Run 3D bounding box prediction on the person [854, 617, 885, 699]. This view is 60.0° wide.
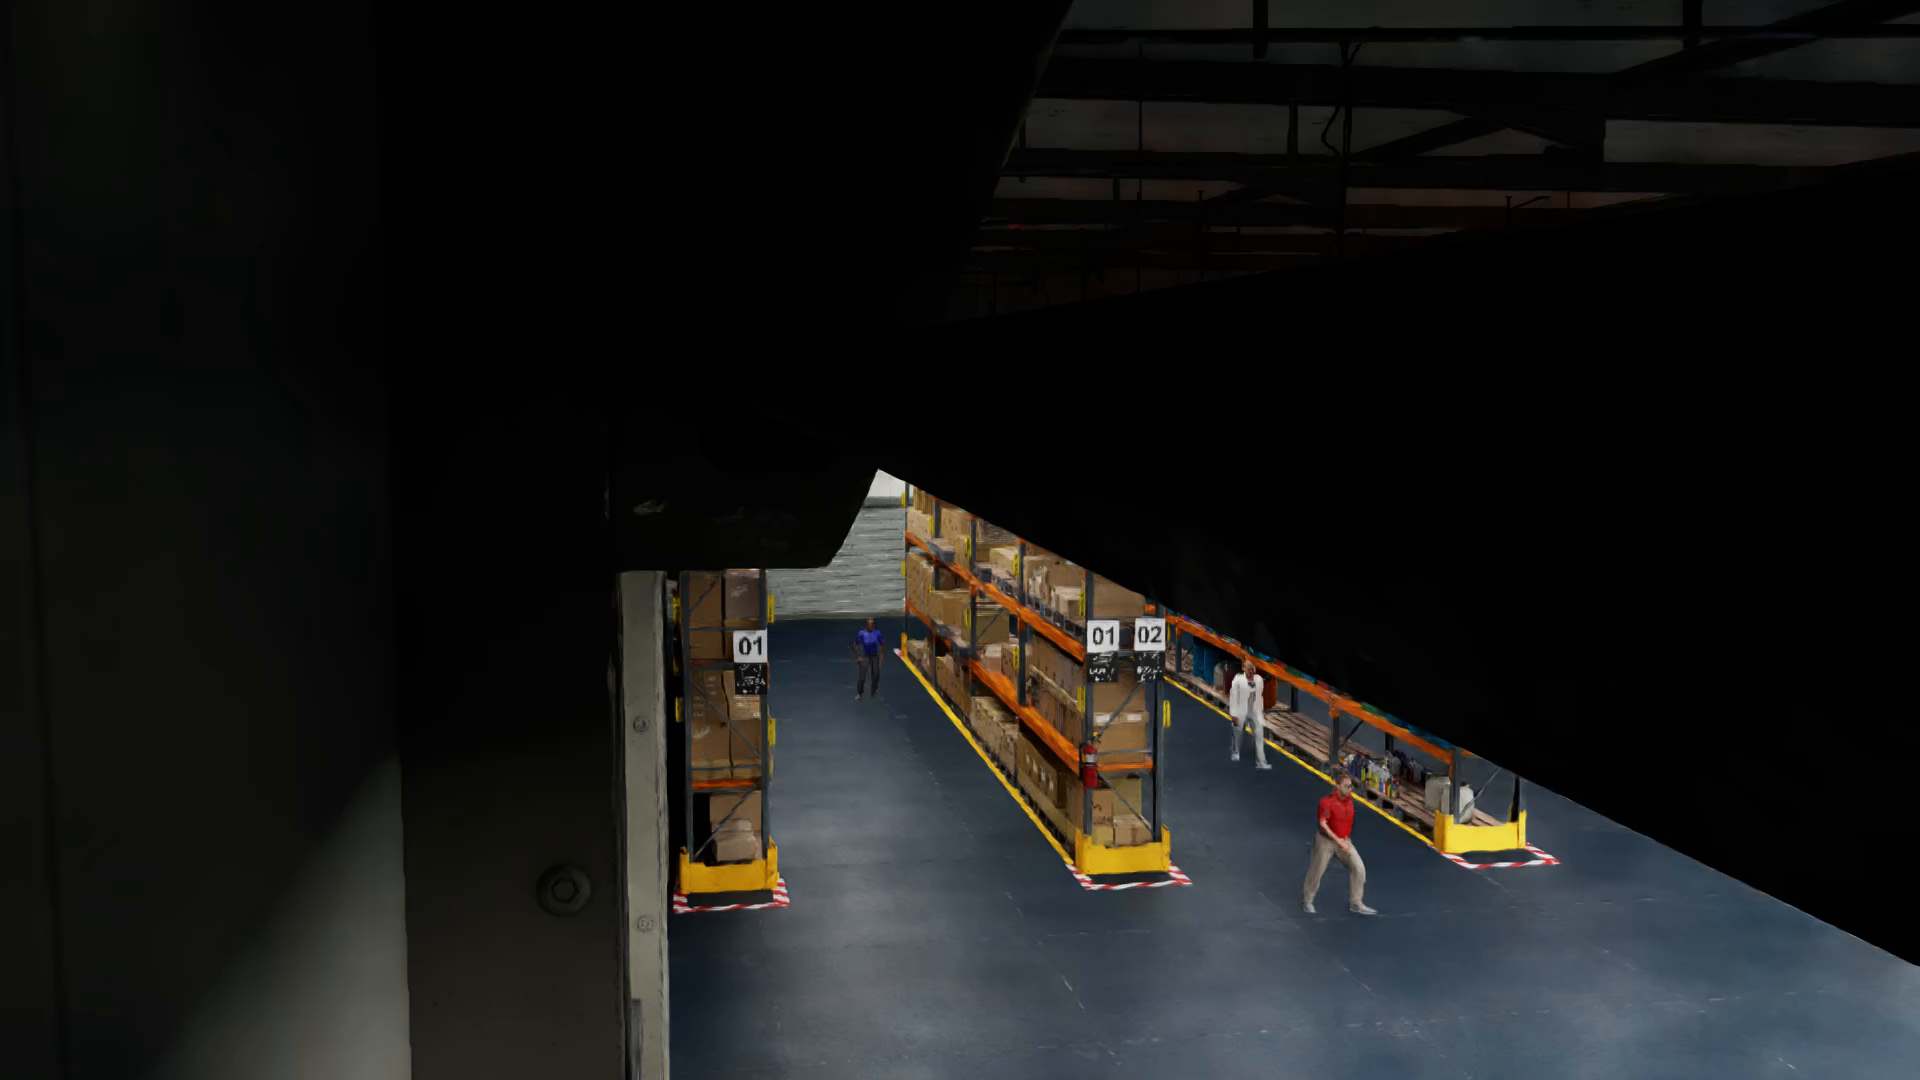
[{"bbox_3d":[-1.733,2.264,31.741,0.592,1.581,0.518,-1,6,-11],"label":"person"}]

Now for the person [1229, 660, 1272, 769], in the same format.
[{"bbox_3d":[4.565,2.736,26.361,0.598,1.698,1.193,-1,6,-8],"label":"person"}]

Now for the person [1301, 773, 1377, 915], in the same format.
[{"bbox_3d":[4.347,3.550,19.258,0.679,1.576,0.768,-4,7,-31],"label":"person"}]
